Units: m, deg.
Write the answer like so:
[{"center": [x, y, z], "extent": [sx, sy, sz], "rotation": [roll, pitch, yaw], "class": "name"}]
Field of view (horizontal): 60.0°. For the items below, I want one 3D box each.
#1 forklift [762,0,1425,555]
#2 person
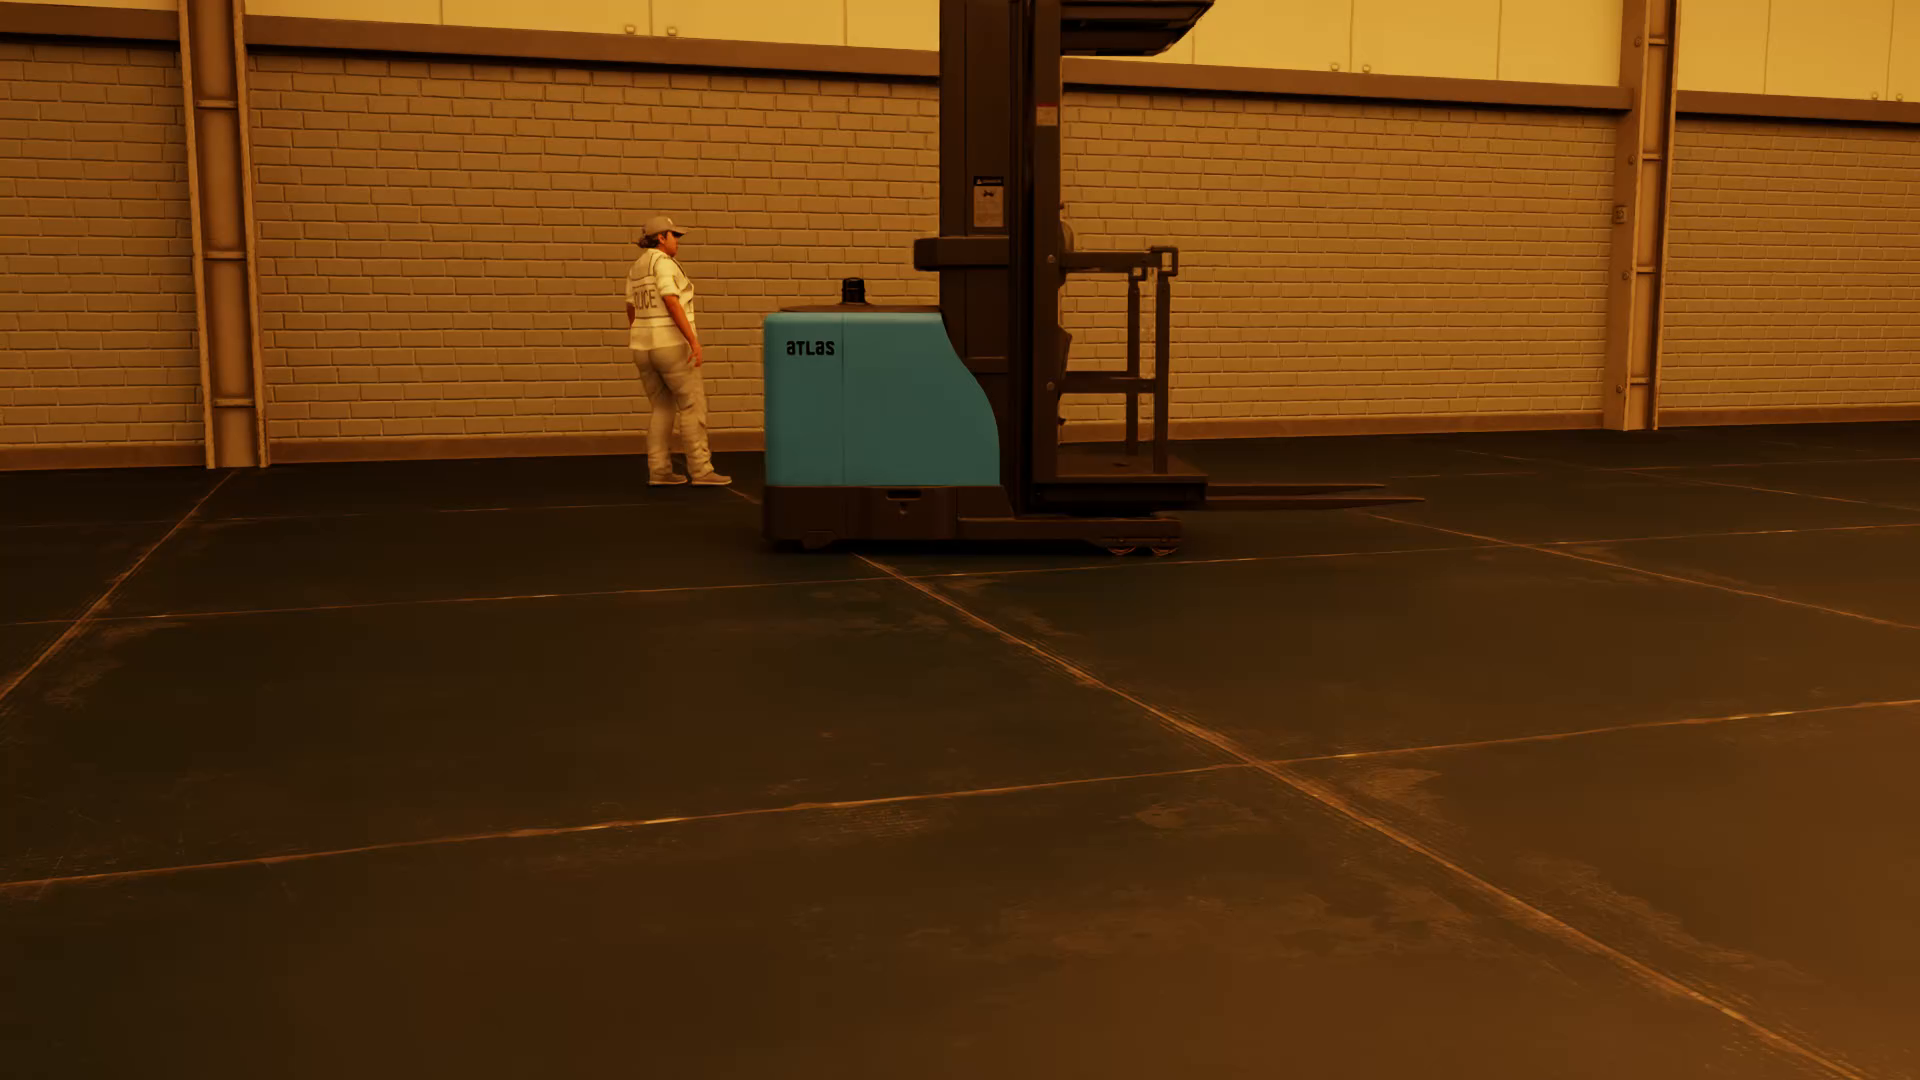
[{"center": [0.616, -1.456, 7.756], "extent": [3.031, 2.935, 1.130], "rotation": [0, 8, -2], "class": "forklift"}, {"center": [-1.769, -1.169, 10.345], "extent": [0.623, 1.669, 0.525], "rotation": [8, 11, 44], "class": "person"}]
